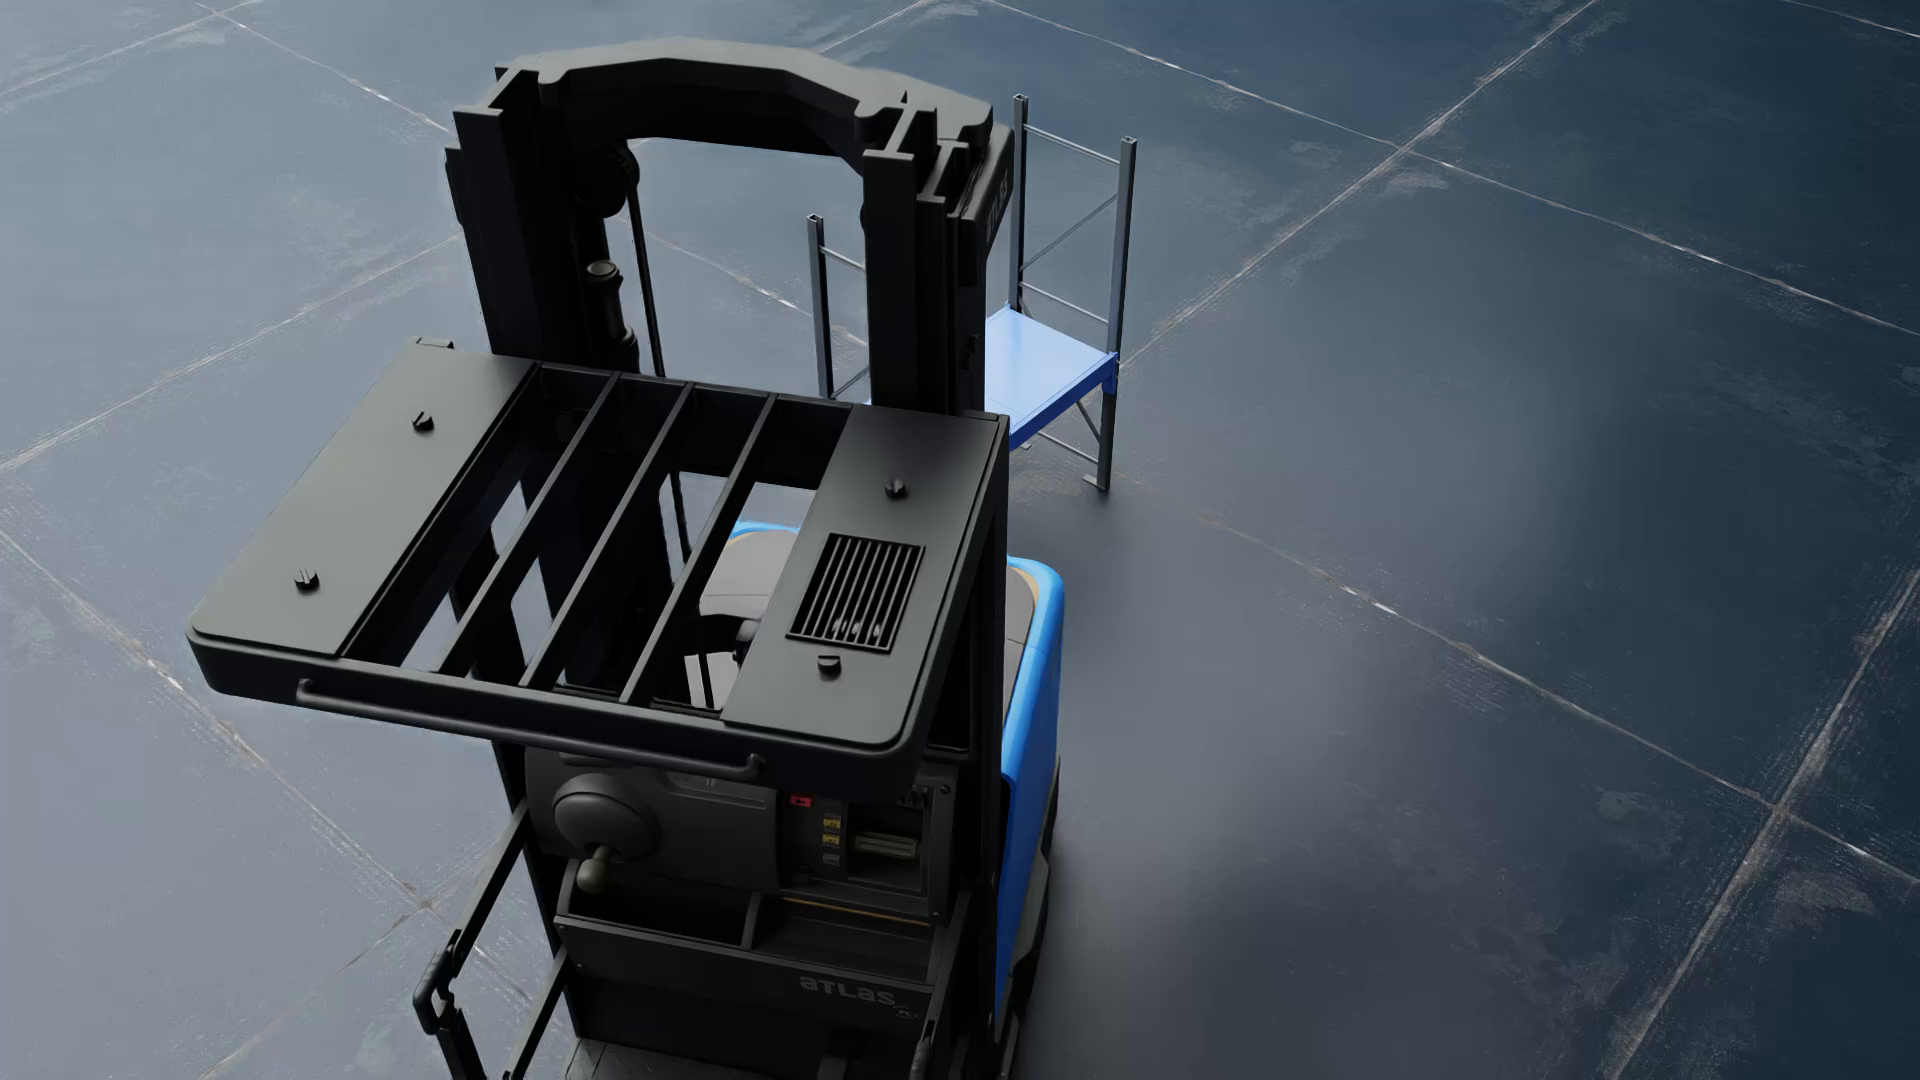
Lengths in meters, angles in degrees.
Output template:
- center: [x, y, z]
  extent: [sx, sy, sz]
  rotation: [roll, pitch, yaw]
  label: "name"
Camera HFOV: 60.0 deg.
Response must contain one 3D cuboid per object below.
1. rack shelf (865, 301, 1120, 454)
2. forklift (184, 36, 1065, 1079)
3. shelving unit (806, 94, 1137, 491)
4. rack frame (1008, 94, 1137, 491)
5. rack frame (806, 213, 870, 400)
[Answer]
- center: [0.055, -0.466, 5.915]
  extent: [0.538, 0.185, 1.000]
  rotation: [29, 50, 28]
  label: "rack shelf"
- center: [-0.509, 0.675, 3.329]
  extent: [1.130, 2.935, 3.031]
  rotation: [8, 43, 9]
  label: "forklift"
- center: [0.055, -0.599, 5.794]
  extent: [0.538, 1.500, 1.048]
  rotation: [29, 50, 28]
  label: "shelving unit"
- center: [0.382, -0.861, 6.082]
  extent: [0.500, 1.500, 0.032]
  rotation: [29, 50, 28]
  label: "rack frame"
- center: [-0.272, -0.337, 5.506]
  extent: [0.500, 1.500, 0.032]
  rotation: [29, 50, 28]
  label: "rack frame"
